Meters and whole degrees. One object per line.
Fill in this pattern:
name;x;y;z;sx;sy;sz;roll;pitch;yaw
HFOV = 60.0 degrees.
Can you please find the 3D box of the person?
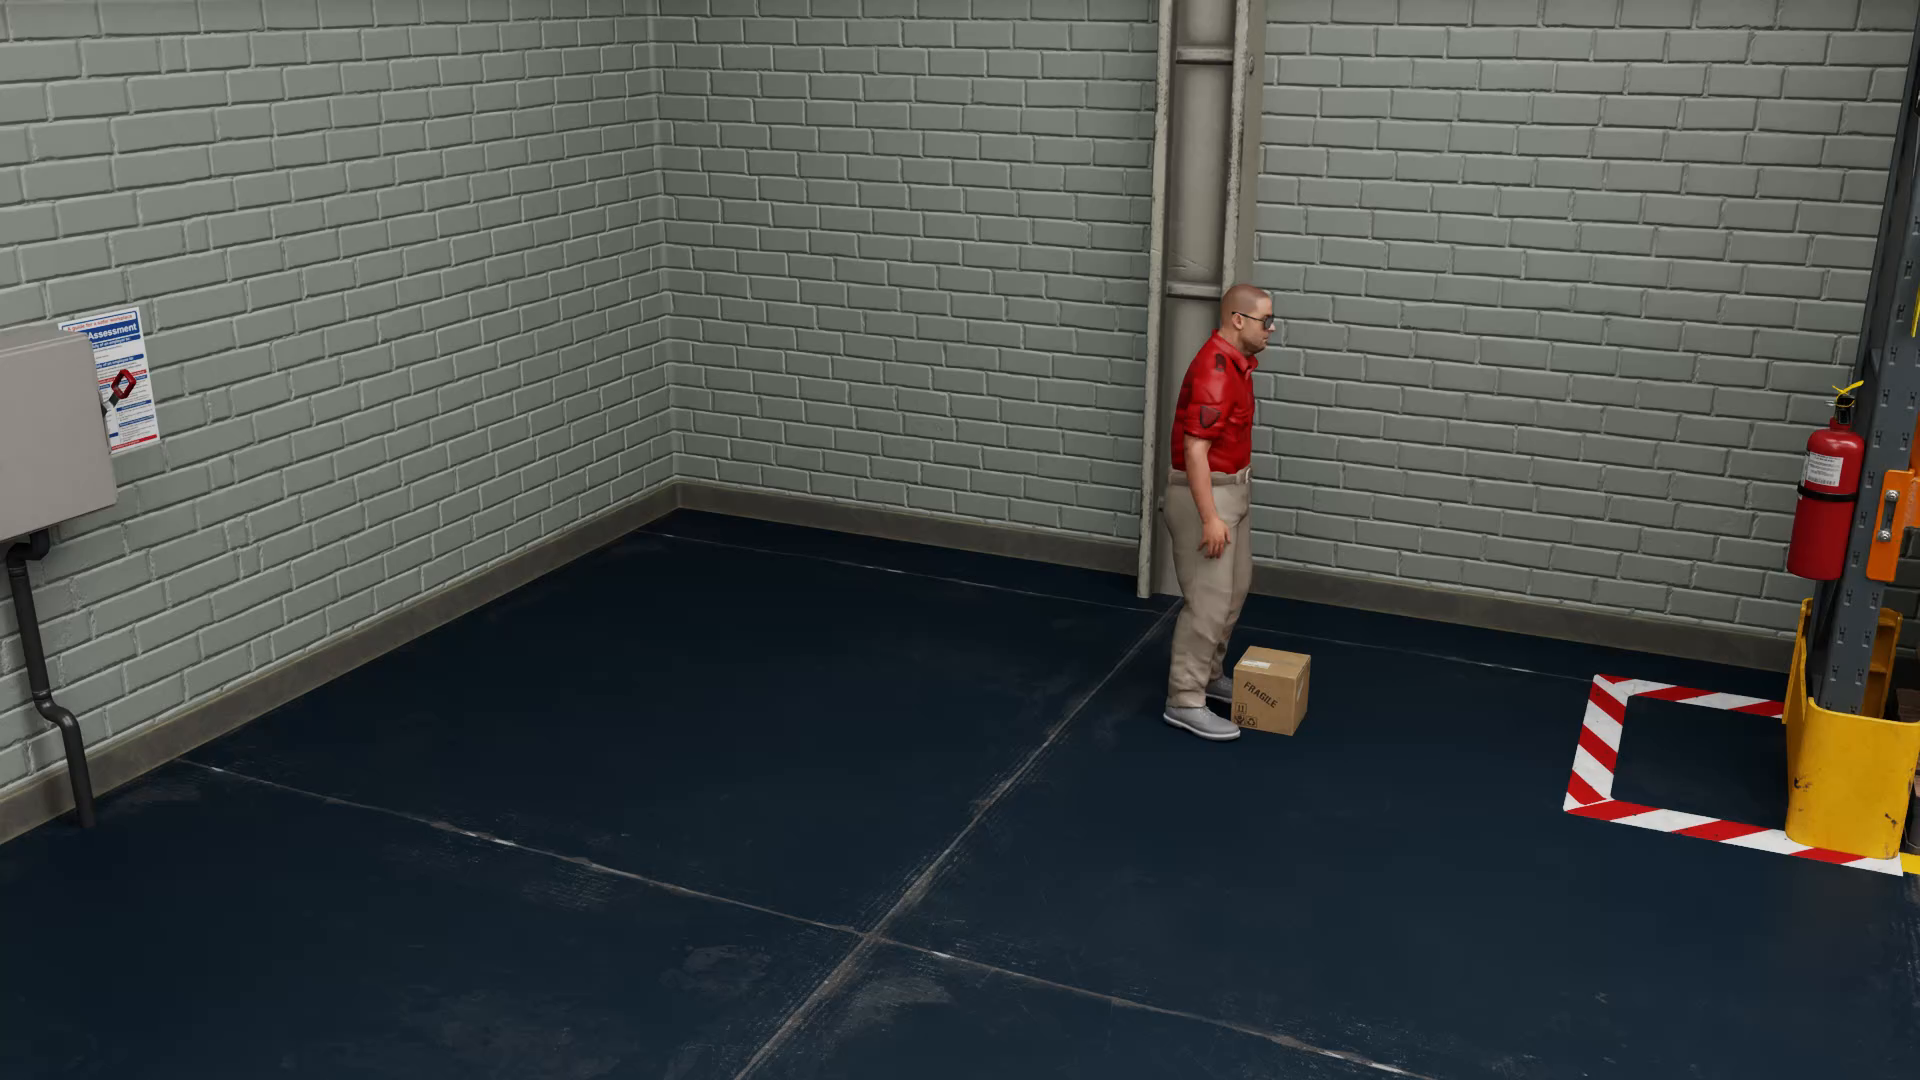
person;1.005;-0.136;6.480;0.390;1.727;0.606;7;20;20
